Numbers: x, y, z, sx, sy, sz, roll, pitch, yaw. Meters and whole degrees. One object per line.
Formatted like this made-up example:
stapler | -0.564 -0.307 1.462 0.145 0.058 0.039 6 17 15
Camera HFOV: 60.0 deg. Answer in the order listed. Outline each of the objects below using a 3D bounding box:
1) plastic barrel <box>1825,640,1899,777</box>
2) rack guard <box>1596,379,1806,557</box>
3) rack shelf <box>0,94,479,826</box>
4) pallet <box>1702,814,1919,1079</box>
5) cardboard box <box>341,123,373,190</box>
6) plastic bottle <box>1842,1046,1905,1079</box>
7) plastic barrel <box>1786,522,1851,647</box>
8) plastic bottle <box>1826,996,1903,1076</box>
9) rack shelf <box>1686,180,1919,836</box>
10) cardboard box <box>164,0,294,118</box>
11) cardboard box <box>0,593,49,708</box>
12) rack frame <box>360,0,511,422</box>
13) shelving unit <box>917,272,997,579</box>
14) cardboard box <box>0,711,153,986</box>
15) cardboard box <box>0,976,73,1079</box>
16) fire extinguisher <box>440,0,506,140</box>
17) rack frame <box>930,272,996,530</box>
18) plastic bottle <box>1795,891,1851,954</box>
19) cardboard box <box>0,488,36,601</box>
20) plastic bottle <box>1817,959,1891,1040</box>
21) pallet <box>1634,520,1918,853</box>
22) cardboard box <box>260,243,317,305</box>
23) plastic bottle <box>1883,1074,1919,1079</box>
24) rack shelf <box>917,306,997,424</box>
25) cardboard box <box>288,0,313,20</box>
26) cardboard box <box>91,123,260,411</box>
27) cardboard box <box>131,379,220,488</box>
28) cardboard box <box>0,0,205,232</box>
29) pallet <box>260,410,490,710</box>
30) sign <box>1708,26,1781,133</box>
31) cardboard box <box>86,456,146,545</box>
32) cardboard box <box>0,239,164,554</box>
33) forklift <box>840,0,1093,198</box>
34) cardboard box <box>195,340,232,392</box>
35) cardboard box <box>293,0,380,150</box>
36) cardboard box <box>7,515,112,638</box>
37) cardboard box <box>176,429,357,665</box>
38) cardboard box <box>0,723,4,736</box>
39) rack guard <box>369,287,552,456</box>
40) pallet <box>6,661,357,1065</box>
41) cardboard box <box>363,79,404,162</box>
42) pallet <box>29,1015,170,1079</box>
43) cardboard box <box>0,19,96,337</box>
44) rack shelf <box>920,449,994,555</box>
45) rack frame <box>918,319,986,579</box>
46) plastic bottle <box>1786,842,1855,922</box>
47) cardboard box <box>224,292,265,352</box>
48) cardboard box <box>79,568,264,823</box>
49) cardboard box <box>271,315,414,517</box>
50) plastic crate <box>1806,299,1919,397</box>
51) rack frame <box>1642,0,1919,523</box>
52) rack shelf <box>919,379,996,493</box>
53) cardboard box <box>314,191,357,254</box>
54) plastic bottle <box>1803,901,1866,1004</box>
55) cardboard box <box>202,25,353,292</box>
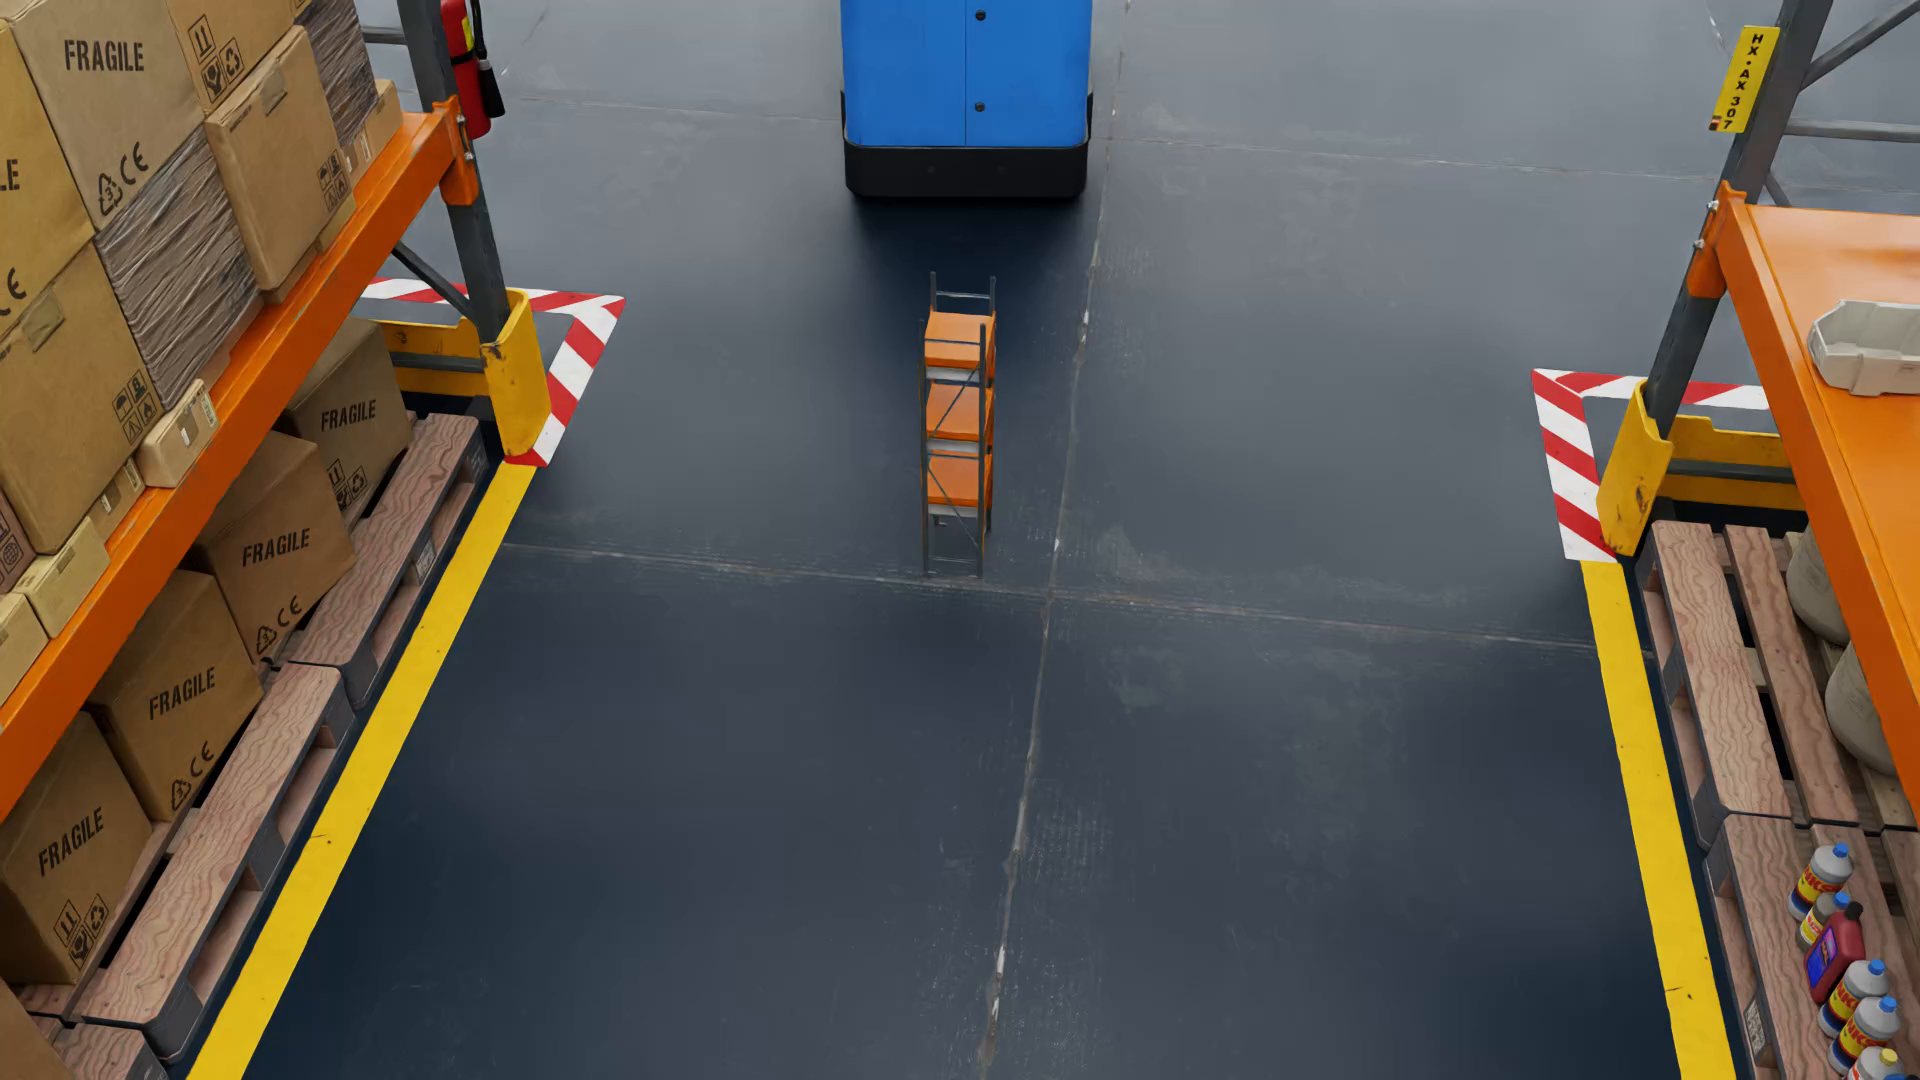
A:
plastic barrel | 2.708 0.387 4.664 0.421 0.512 0.421 0 43 0
rack guard | 2.822 -0.197 5.595 1.175 0.500 0.348 5 44 6
rack shelf | -2.389 0.013 4.078 1.077 0.370 4.000 5 44 6
pallet | 2.545 1.290 4.234 1.003 0.211 1.213 5 44 6
cardboard box | -1.991 -1.137 4.952 0.380 0.149 0.250 5 44 6
plastic bottle | 2.165 1.272 3.940 0.097 0.201 0.097 0 43 0
plastic barrel | 2.774 0.045 5.025 0.421 0.512 0.421 0 43 0
plastic bottle | 2.178 1.179 3.988 0.097 0.271 0.097 0 43 0
rack shelf | 2.521 0.463 3.602 1.077 0.370 4.000 5 44 6
cardboard box | -2.013 -1.380 4.010 0.500 0.500 0.500 5 44 6
cardboard box | -2.186 0.233 3.505 0.380 0.149 0.250 5 44 6
rack frame | -2.124 -1.611 5.270 1.000 3.000 0.127 5 44 6
shelving unit | -0.007 -0.345 5.351 0.215 1.050 0.252 5 44 6
cardboard box | -2.488 0.780 4.258 0.500 0.500 0.500 2 43 2
cardboard box | -2.492 1.210 3.803 0.500 0.500 0.500 19 46 19
fire extinguisher | -1.652 -1.619 5.335 0.296 0.674 0.183 5 44 6
rack frame | 0.009 -0.428 5.438 0.200 1.050 0.008 5 44 6
plastic bottle | 2.223 0.973 4.256 0.097 0.201 0.097 0 43 0
cardboard box | -2.465 -0.018 3.298 0.875 0.500 0.500 5 44 6
plastic bottle | 2.191 1.111 4.060 0.097 0.271 0.097 0 43 0
pallet | 2.709 0.461 5.110 1.003 0.211 1.213 5 44 6
cardboard box | -2.021 -0.793 4.588 0.380 0.149 0.250 5 44 6
plastic bottle | 2.151 1.317 3.842 0.097 0.271 0.097 0 43 0
rack shelf | -0.007 -0.543 5.163 0.215 0.259 0.240 5 44 6
cardboard box | -1.952 -1.721 4.370 0.500 0.500 0.500 5 44 6
cardboard box | -2.280 -0.695 4.013 0.875 0.500 0.500 5 44 6
cardboard box | -2.052 -0.275 4.042 0.380 0.149 0.250 5 44 6
cardboard box | -2.081 -1.040 3.650 0.500 0.500 0.500 5 44 6
pallet | -2.277 0.003 5.593 1.003 0.211 1.213 5 44 6
sign | 2.240 -1.315 4.755 0.100 0.325 0.005 5 44 6
cardboard box | -2.153 -0.111 3.869 0.380 0.149 0.250 5 44 6
cardboard box | -2.358 -0.355 3.654 0.875 0.500 0.500 5 44 6
forklift | 0.042 -3.541 7.358 1.130 2.935 3.031 0 43 0
cardboard box | -2.106 -0.454 4.230 0.380 0.149 0.250 5 44 6
cardboard box | -2.224 -1.383 4.740 0.875 0.500 0.500 5 44 6
cardboard box | -2.142 0.063 3.684 0.380 0.149 0.250 5 44 6
cardboard box | -2.269 -0.022 5.104 0.500 0.500 0.500 16 46 16
cardboard box | -2.178 0.407 3.321 0.380 0.149 0.250 5 44 6
rack guard | -2.134 -0.652 6.075 1.175 0.500 0.348 5 44 6
pallet | -2.441 0.833 4.717 1.003 0.211 1.213 5 44 6
cardboard box | -1.957 -1.307 5.132 0.380 0.149 0.250 5 44 6
pallet | -2.599 1.666 3.837 1.003 0.211 1.213 5 44 6
cardboard box | -2.155 -0.700 3.291 0.500 0.500 0.500 5 44 6
rack shelf | -0.007 -0.135 5.549 0.215 0.259 0.240 5 44 6
rack frame | -0.023 -0.262 5.263 0.200 1.050 0.008 5 44 6
plastic bottle | 2.237 0.877 4.306 0.097 0.271 0.097 0 43 0
cardboard box | -2.096 -0.626 4.412 0.380 0.149 0.250 5 44 6
cardboard box | -2.370 0.403 4.655 0.500 0.500 0.500 9 44 9
cardboard box | -2.223 -0.432 5.537 0.500 0.500 0.500 13 45 13
plastic crate | 2.348 -0.485 4.272 0.298 0.136 0.250 5 44 6
rack frame | 2.785 -1.161 4.795 1.000 3.000 0.127 5 44 6
rack shelf | -0.007 -0.337 5.358 0.215 0.259 0.240 5 44 6
cardboard box | -1.973 -0.962 4.767 0.380 0.149 0.250 5 44 6
plastic bottle | 2.189 1.025 4.141 0.061 0.283 0.133 6 44 6
cardboard box | -2.171 -1.032 4.369 0.875 0.500 0.500 5 44 6
